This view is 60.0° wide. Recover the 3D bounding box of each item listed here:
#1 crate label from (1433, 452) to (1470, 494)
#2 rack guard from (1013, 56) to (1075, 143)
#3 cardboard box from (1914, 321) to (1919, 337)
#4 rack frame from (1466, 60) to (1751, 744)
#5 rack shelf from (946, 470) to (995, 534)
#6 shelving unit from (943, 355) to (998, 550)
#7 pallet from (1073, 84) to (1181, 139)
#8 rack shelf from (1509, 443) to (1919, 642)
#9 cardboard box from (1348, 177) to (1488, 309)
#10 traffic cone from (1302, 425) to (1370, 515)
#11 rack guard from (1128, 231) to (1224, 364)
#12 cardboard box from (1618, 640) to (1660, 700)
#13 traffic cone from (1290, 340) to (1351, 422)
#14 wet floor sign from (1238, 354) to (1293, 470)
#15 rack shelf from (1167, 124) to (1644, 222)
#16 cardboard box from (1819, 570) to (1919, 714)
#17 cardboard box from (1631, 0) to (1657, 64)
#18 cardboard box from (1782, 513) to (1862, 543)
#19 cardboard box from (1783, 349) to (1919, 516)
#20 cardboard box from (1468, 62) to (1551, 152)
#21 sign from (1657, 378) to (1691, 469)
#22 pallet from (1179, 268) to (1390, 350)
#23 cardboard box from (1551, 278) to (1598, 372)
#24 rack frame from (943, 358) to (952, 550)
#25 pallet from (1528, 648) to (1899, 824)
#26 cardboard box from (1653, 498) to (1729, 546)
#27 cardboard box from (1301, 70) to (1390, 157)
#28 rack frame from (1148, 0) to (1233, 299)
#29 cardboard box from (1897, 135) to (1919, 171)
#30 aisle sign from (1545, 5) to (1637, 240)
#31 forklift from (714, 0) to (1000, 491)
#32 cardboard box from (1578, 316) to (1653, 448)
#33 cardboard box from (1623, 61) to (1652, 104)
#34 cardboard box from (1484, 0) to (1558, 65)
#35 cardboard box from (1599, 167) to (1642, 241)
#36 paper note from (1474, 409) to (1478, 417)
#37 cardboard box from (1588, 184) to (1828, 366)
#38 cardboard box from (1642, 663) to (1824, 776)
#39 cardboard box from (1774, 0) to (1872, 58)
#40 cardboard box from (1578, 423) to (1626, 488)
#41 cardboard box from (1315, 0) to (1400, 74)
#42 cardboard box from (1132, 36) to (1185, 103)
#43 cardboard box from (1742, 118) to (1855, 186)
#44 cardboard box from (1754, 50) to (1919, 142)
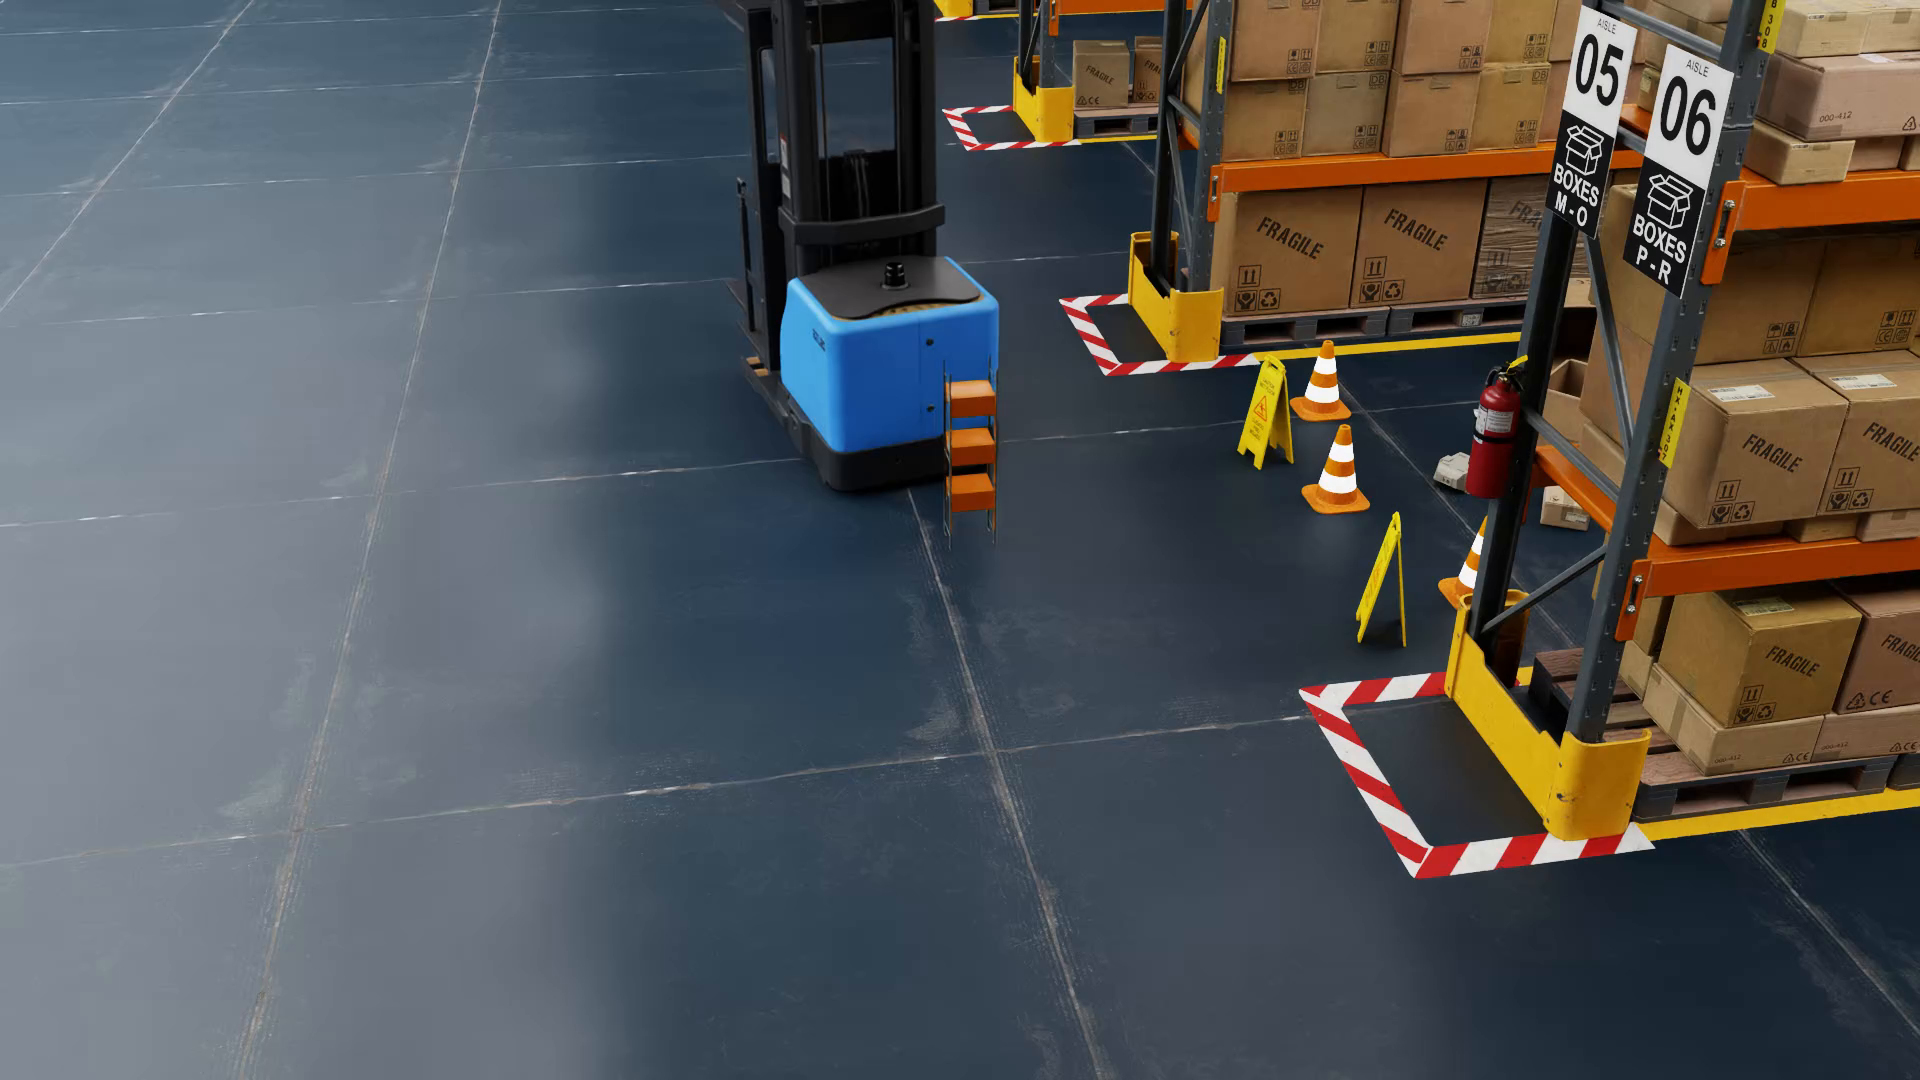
[{"bbox_3d":[2.915,-0.396,9.678,0.298,0.136,0.250,-23,38,-34],"label":"crate label"},{"bbox_3d":[0.786,-4.193,15.777,0.348,0.500,1.175,-5,31,-9],"label":"rack guard"},{"bbox_3d":[3.942,-1.220,6.878,0.500,0.500,0.700,-6,31,-10],"label":"cardboard box"},{"bbox_3d":[2.497,-0.322,6.729,0.127,3.000,1.000,-5,31,-9],"label":"rack frame"},{"bbox_3d":[0.053,-0.209,9.029,0.240,0.259,0.215,-5,31,-9],"label":"rack shelf"},{"bbox_3d":[0.053,-0.457,8.882,0.252,1.050,0.215,-5,31,-9],"label":"shelving unit"},{"bbox_3d":[1.592,-4.125,15.946,1.213,0.211,1.003,-5,31,-9],"label":"pallet"},{"bbox_3d":[4.464,-0.195,7.222,4.000,0.370,1.077,-5,31,-9],"label":"rack shelf"},{"bbox_3d":[3.026,-2.222,11.642,0.875,0.875,0.875,-6,31,-10],"label":"cardboard box"},{"bbox_3d":[2.153,-0.433,9.421,0.334,0.463,0.336,-5,31,-9],"label":"traffic cone"},{"bbox_3d":[1.482,-1.701,11.540,0.348,0.500,1.175,-5,31,-9],"label":"rack guard"},{"bbox_3d":[3.267,0.472,7.677,0.500,0.250,0.500,-5,31,-9],"label":"cardboard box"},{"bbox_3d":[2.284,-1.028,10.432,0.334,0.463,0.336,-5,31,-9],"label":"traffic cone"},{"bbox_3d":[1.834,-0.776,9.824,0.232,0.644,0.267,-11,32,-17],"label":"wet floor sign"},{"bbox_3d":[3.473,-2.653,11.403,4.000,0.370,1.077,-5,31,-9],"label":"rack shelf"},{"bbox_3d":[3.877,0.371,7.109,0.500,0.500,0.500,-6,31,-11],"label":"cardboard box"},{"bbox_3d":[4.551,-3.552,11.008,0.550,0.550,0.875,-5,31,-9],"label":"cardboard box"},{"bbox_3d":[3.389,-0.156,6.693,0.250,0.149,0.380,-6,31,-11],"label":"cardboard box"},{"bbox_3d":[3.521,-0.447,6.550,0.500,0.500,0.500,-4,31,-7],"label":"cardboard box"},{"bbox_3d":[3.487,-3.021,11.170,0.500,0.550,0.875,-5,31,-9],"label":"cardboard box"},{"bbox_3d":[2.594,-0.425,6.049,0.005,0.325,0.100,-5,31,-9],"label":"sign"},{"bbox_3d":[2.278,-1.691,11.808,1.213,0.211,1.003,-5,31,-9],"label":"pallet"},{"bbox_3d":[4.098,-1.416,11.053,0.500,0.500,0.500,0,30,0],"label":"cardboard box"},{"bbox_3d":[-0.067,-0.446,8.863,0.008,1.050,0.200,-5,31,-9],"label":"rack frame"},{"bbox_3d":[3.377,0.816,7.544,1.213,0.211,1.003,-5,31,-9],"label":"pallet"},{"bbox_3d":[2.868,-0.142,6.670,0.250,0.149,0.380,-5,31,-9],"label":"cardboard box"},{"bbox_3d":[2.399,-2.963,11.072,0.550,0.550,0.875,-5,31,-9],"label":"cardboard box"},{"bbox_3d":[1.506,-2.781,10.910,0.127,3.000,1.000,-5,31,-9],"label":"rack frame"},{"bbox_3d":[3.390,-1.451,5.937,0.250,0.149,0.380,-4,31,-8],"label":"cardboard box"},{"bbox_3d":[2.383,-1.582,6.306,0.004,0.787,0.394,-5,31,-9],"label":"aisle sign"},{"bbox_3d":[-0.787,-2.276,10.119,1.130,2.935,3.031,-12,32,-19],"label":"forklift"},{"bbox_3d":[2.981,-0.680,6.946,0.500,0.500,0.500,-6,31,-10],"label":"cardboard box"},{"bbox_3d":[4.542,-3.110,11.321,0.550,0.550,0.875,-5,31,-9],"label":"cardboard box"},{"bbox_3d":[3.475,-3.518,10.951,0.500,0.550,0.875,-5,31,-9],"label":"cardboard box"},{"bbox_3d":[4.809,-2.389,11.925,0.875,0.875,0.875,-5,31,-8],"label":"cardboard box"},{"bbox_3d":[3.313,-0.793,10.461,0.142,0.017,0.144,5,31,8],"label":"paper note"},{"bbox_3d":[2.960,-1.080,6.639,0.500,0.500,0.700,-6,31,-10],"label":"cardboard box"},{"bbox_3d":[3.340,0.746,7.210,0.500,0.250,0.500,-6,31,-9],"label":"cardboard box"},{"bbox_3d":[2.883,-1.781,5.712,0.250,0.149,0.380,-6,31,-9],"label":"cardboard box"},{"bbox_3d":[2.826,-0.355,7.032,0.250,0.149,0.380,-4,31,-7],"label":"cardboard box"},{"bbox_3d":[2.402,-3.422,10.787,0.550,0.550,0.875,-5,31,-9],"label":"cardboard box"},{"bbox_3d":[1.911,-4.487,15.863,0.500,0.500,0.500,2,31,4],"label":"cardboard box"},{"bbox_3d":[2.881,-1.375,5.808,0.250,0.149,0.380,-5,31,-9],"label":"cardboard box"},{"bbox_3d":[3.039,-1.592,5.783,0.500,0.250,0.500,-6,31,-10],"label":"cardboard box"}]
